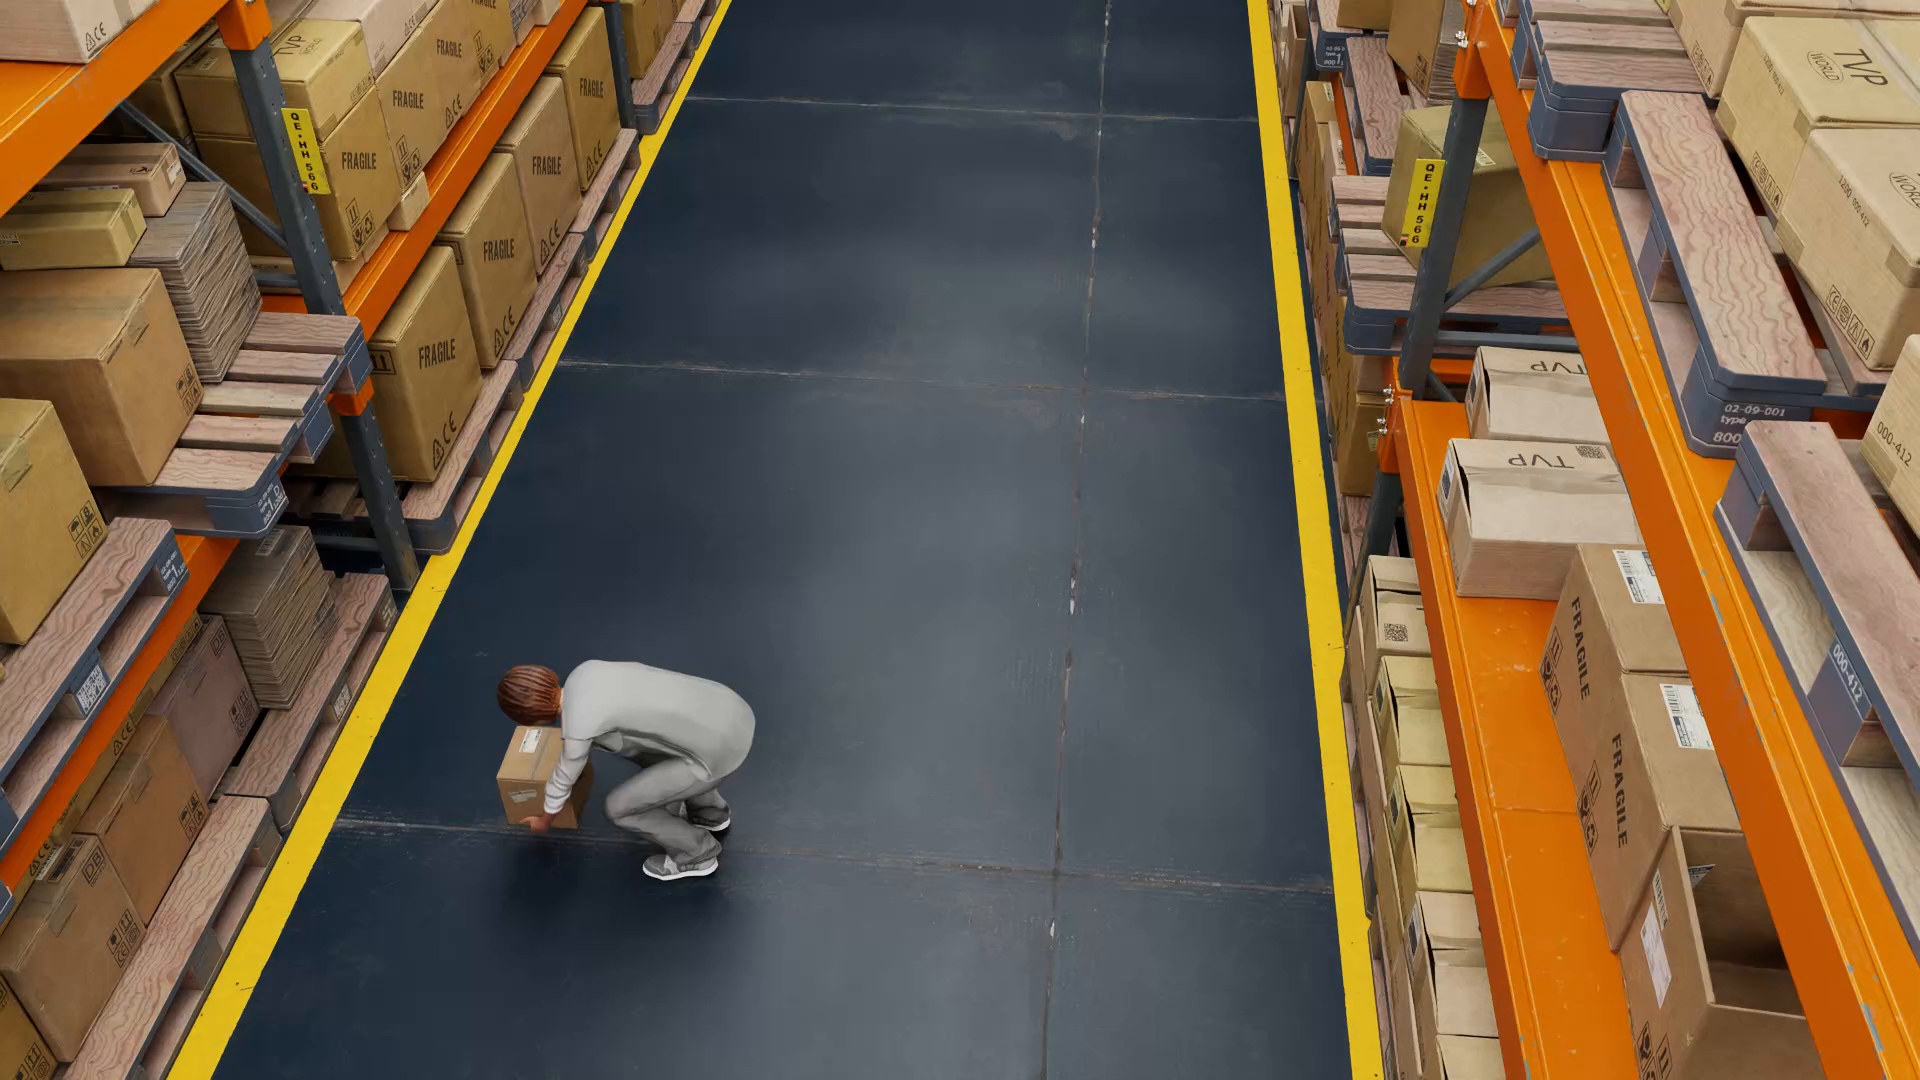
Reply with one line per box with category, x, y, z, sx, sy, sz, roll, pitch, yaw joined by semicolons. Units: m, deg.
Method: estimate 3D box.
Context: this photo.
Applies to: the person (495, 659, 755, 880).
person;-1.130;0.778;5.801;0.851;0.893;0.431;2;41;2
